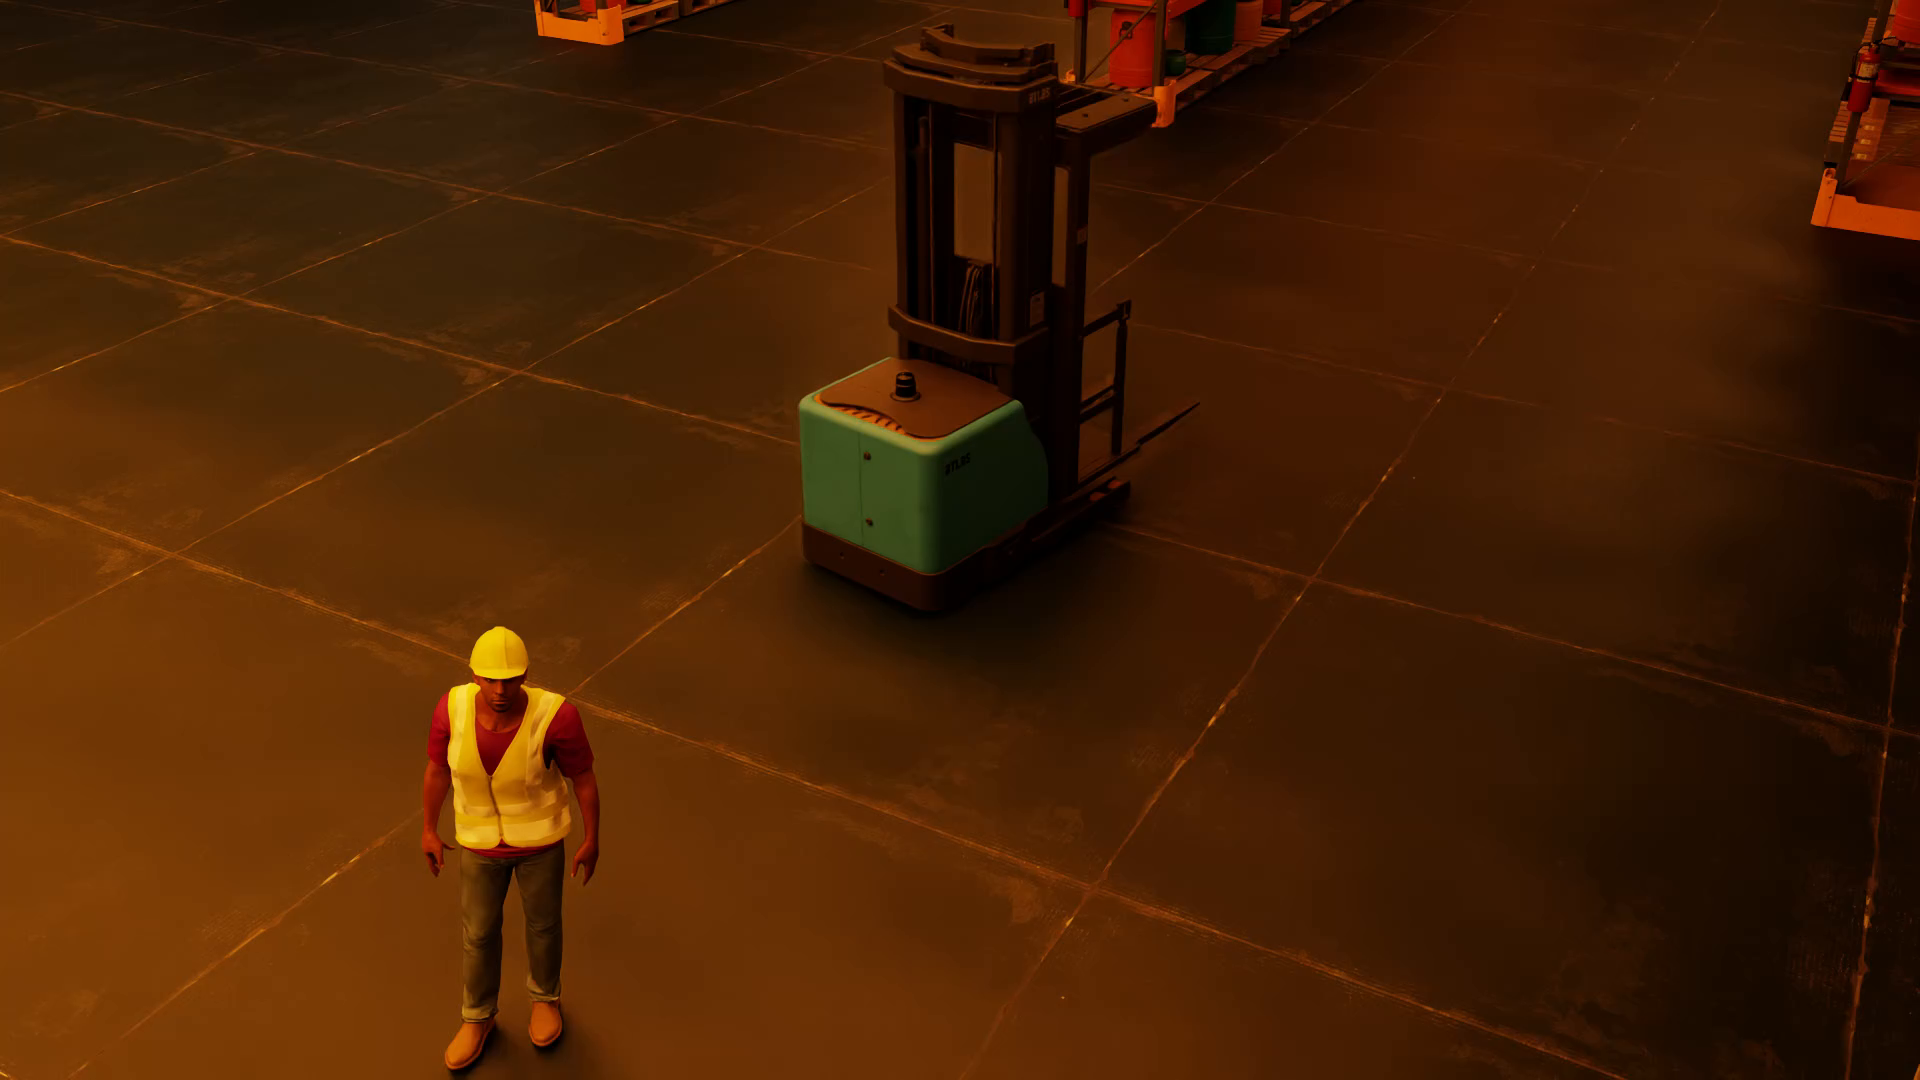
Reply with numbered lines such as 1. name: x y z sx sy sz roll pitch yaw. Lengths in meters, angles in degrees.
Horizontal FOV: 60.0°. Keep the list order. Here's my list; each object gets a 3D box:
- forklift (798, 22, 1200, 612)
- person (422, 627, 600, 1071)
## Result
1. forklift: 0.405 -1.540 9.739 1.130 2.935 3.031 22 37 33
2. person: -1.688 1.154 6.222 0.666 1.765 0.577 0 30 -1
